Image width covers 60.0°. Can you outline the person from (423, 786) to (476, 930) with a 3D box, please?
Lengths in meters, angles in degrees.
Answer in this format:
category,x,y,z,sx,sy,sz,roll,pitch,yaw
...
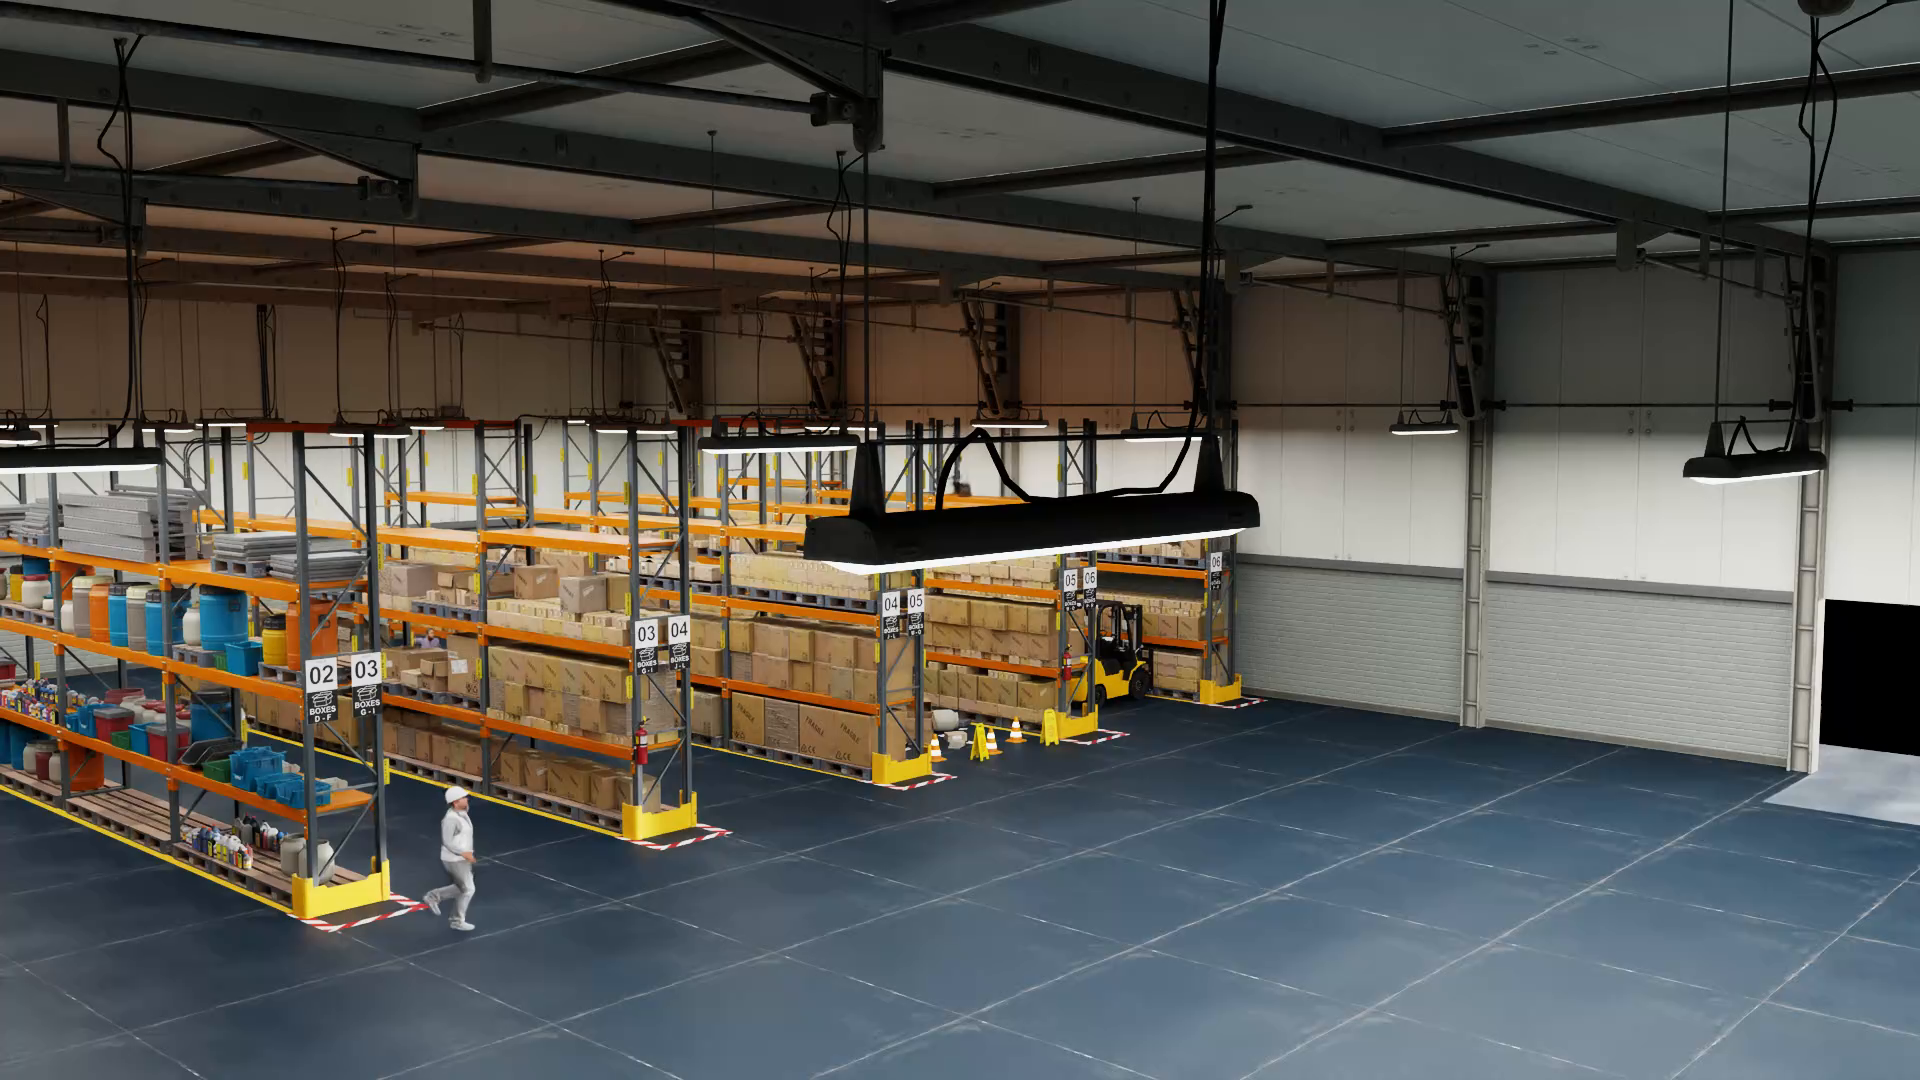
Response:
category,x,y,z,sx,sy,sz,roll,pitch,yaw
person,-6.133,3.835,20.067,0.626,1.759,0.671,-1,5,-7

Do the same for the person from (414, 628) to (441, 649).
category,x,y,z,sx,sy,sz,roll,pitch,yaw
person,-11.337,2.655,35.267,0.889,1.637,0.597,3,6,34

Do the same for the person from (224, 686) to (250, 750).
category,x,y,z,sx,sy,sz,roll,pitch,yaw
person,-12.161,3.229,27.859,0.842,1.661,0.632,3,6,33
